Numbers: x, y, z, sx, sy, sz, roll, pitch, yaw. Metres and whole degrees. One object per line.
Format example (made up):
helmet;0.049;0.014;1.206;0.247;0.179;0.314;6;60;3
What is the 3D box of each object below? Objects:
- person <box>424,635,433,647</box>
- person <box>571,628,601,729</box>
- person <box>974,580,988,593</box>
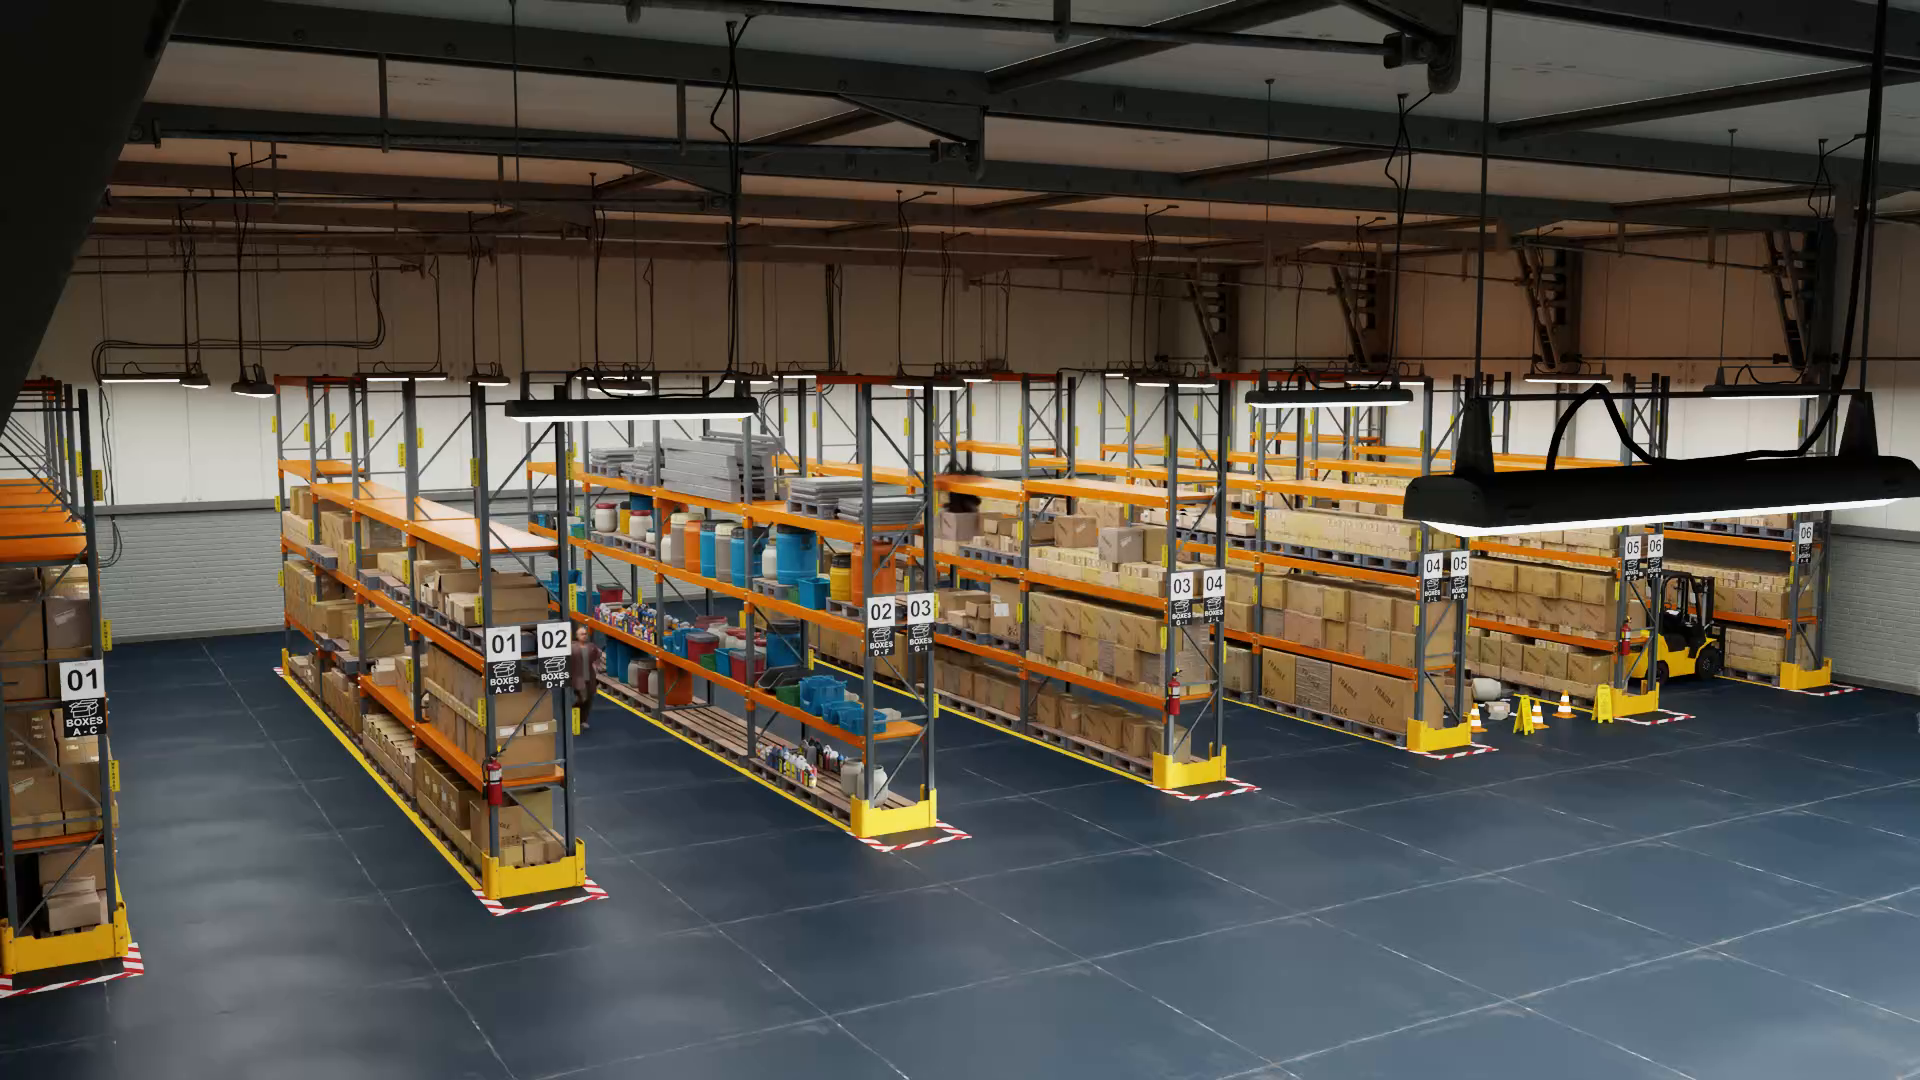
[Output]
person;-10.605;1.879;33.152;0.589;1.711;0.854;-5;8;-40
person;-6.394;2.367;28.259;0.691;1.739;0.662;-5;8;-37
person;0.527;0.778;42.829;0.715;1.762;0.660;-5;8;-37
